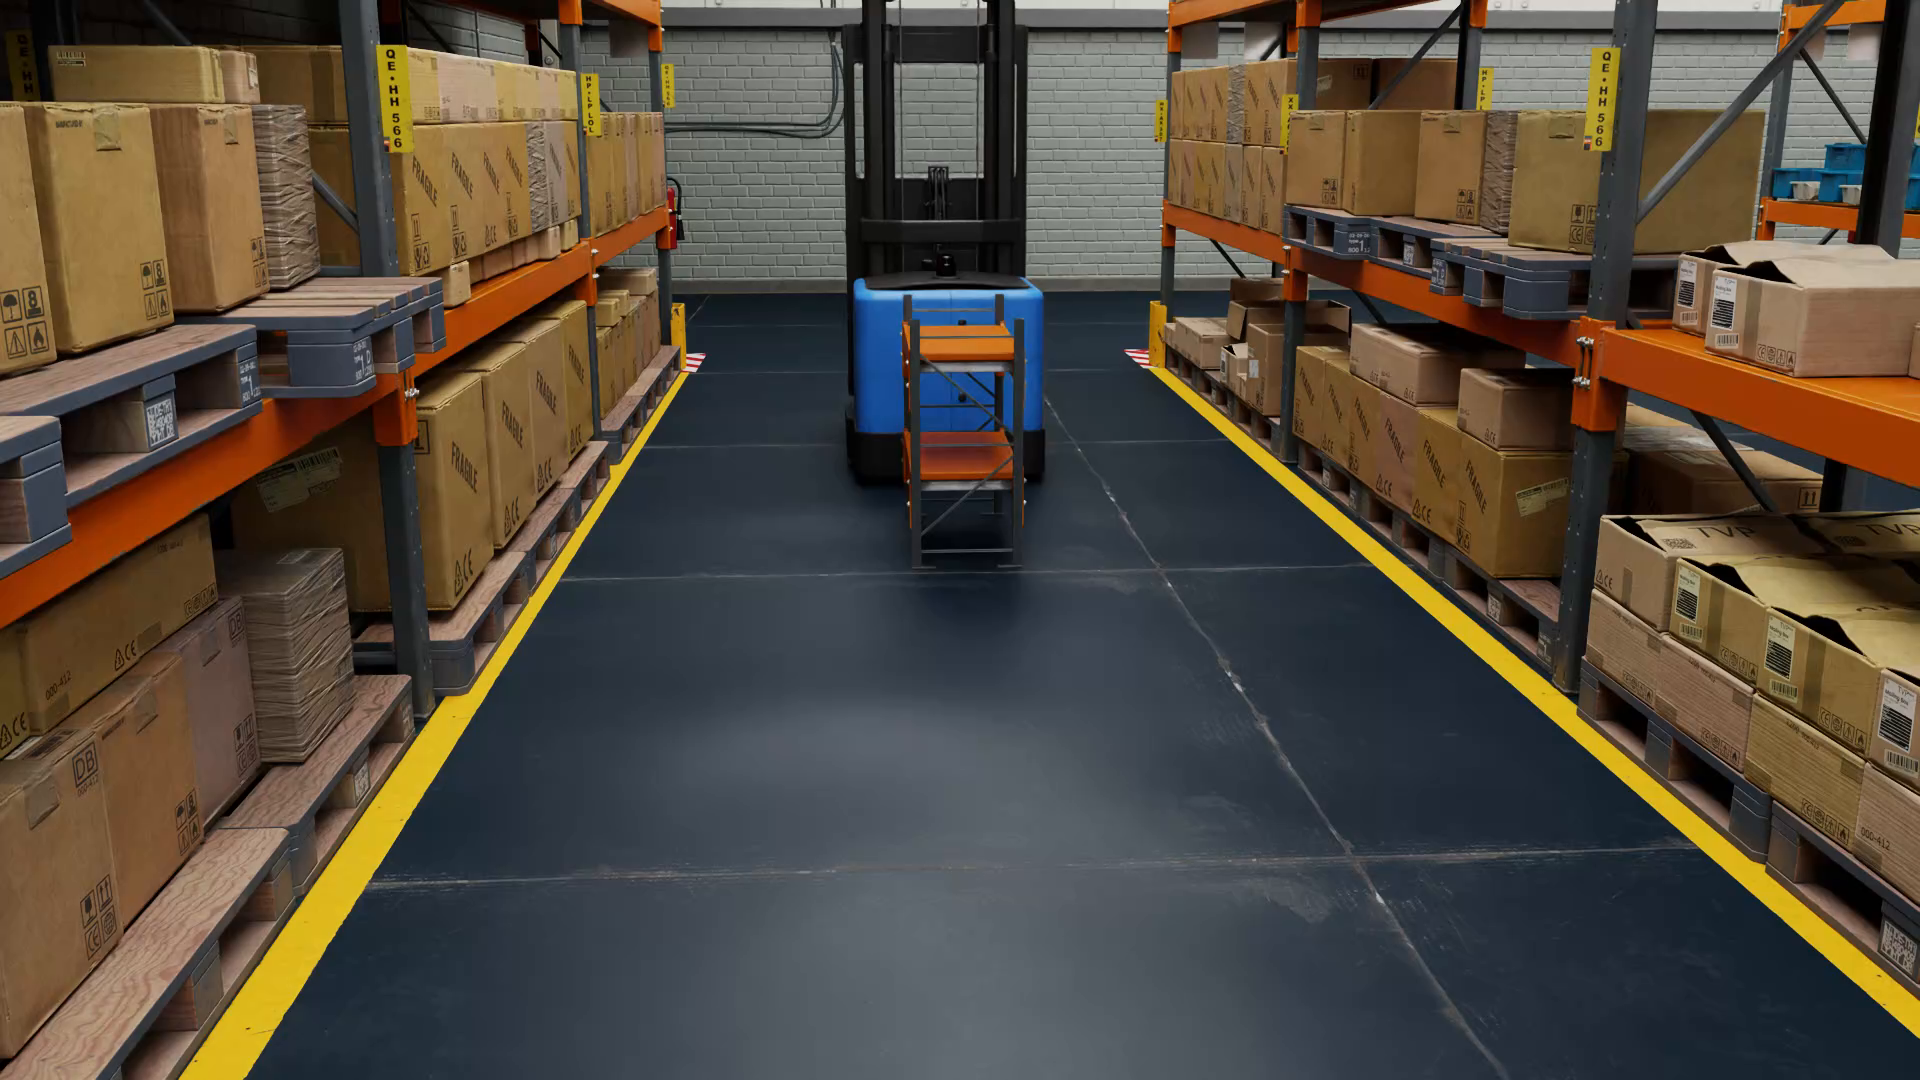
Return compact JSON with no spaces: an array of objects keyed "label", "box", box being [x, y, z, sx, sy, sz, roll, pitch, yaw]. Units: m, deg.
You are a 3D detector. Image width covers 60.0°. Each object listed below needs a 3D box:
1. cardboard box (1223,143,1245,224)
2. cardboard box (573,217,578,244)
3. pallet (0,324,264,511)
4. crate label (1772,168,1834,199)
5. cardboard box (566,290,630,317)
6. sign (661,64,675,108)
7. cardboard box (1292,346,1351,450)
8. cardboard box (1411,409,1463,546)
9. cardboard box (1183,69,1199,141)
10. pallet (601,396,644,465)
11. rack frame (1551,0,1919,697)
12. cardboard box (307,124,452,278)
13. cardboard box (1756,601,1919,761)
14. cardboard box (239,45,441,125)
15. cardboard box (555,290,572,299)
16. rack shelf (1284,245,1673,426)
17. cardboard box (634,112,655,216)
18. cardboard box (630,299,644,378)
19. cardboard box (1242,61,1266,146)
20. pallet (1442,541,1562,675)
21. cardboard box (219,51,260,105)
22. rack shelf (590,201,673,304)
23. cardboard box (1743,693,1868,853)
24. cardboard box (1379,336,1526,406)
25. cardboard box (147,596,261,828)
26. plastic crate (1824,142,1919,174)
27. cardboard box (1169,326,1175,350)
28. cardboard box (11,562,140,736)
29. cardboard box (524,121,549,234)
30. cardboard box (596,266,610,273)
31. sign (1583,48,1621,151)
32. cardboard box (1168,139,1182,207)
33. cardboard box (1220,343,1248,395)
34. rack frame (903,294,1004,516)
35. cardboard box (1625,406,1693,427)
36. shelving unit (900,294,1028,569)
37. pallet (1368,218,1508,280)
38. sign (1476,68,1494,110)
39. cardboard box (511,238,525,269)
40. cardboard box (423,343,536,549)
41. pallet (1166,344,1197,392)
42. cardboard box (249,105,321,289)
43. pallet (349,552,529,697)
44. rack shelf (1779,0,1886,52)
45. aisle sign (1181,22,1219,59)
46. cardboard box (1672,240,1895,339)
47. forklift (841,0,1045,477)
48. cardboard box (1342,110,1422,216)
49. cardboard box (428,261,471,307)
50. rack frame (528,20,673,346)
[{"label":"cardboard box","box":[2.033,-2.342,10.910,0.500,0.500,0.500,-1,14,-2]},{"label":"cardboard box","box":[-2.253,-1.649,8.878,0.380,0.149,0.250,-1,14,-3]},{"label":"pallet","box":[-2.145,-0.261,3.406,1.003,0.211,1.213,-1,14,-3]},{"label":"crate label","box":[6.770,-2.870,13.375,0.416,0.233,0.303,-1,14,-3]},{"label":"cardboard box","box":[-2.372,-1.553,10.913,0.380,0.149,0.250,-1,14,-5]},{"label":"sign","box":[-2.262,-3.516,12.871,0.100,0.325,0.005,-1,14,-3]},{"label":"cardboard box","box":[2.174,-0.796,9.234,0.500,0.500,0.500,-2,15,-6]},{"label":"cardboard box","box":[2.311,-0.283,7.240,0.500,0.500,0.500,-1,14,-5]},{"label":"cardboard box","box":[1.944,-3.201,12.240,0.500,0.500,0.500,-1,14,-3]},{"label":"pallet","box":[-2.526,-0.680,10.246,1.003,0.211,1.213,-1,14,-3]},{"label":"rack frame","box":[2.635,-0.923,5.594,1.000,3.000,0.127,-1,14,-3]},{"label":"cardboard box","box":[-2.084,-1.172,5.726,0.500,0.500,0.500,0,14,-2]},{"label":"cardboard box","box":[2.445,0.326,4.290,0.500,0.311,0.500,-1,14,-5]},{"label":"cardboard box","box":[-2.082,-1.535,5.629,0.500,0.250,0.500,-1,14,-2]},{"label":"cardboard box","box":[-2.756,-1.555,10.923,0.380,0.149,0.250,-1,14,-3]},{"label":"rack shelf","box":[2.511,-1.072,7.616,1.077,0.370,4.000,-1,14,-3]},{"label":"cardboard box","box":[-2.707,-2.673,11.793,0.980,0.700,0.700,-1,14,-4]},{"label":"cardboard box","box":[-2.599,-1.406,11.644,0.700,0.500,0.500,-1,14,-5]},{"label":"cardboard box","box":[2.063,-2.700,10.291,0.500,0.500,0.500,-1,14,-5]},{"label":"pallet","box":[2.626,0.241,6.665,1.003,0.211,1.213,-1,14,-3]},{"label":"cardboard box","box":[-2.258,-1.336,4.813,0.380,0.149,0.250,-3,15,-11]},{"label":"rack shelf","box":[-2.681,-1.989,11.182,1.077,0.370,4.000,-1,14,-3]},{"label":"cardboard box","box":[2.445,0.594,4.372,0.500,0.250,0.500,-1,14,-5]},{"label":"cardboard box","box":[2.267,-0.786,7.690,0.500,0.250,0.500,-1,14,-4]},{"label":"cardboard box","box":[-2.296,0.460,4.352,0.700,0.500,0.500,-1,14,-4]},{"label":"plastic crate","box":[7.291,-2.954,13.296,0.616,0.435,0.499,-1,14,-3]},{"label":"cardboard box","box":[1.838,-1.582,12.958,0.380,0.166,0.250,-1,14,-3]},{"label":"cardboard box","box":[-2.203,0.238,3.712,0.500,0.250,0.500,-1,14,-4]},{"label":"cardboard box","box":[-2.213,-1.680,7.697,0.500,0.500,0.500,-1,14,-3]},{"label":"cardboard box","box":[-2.869,-1.998,12.642,0.380,0.149,0.250,-1,14,-3]},{"label":"sign","box":[2.094,-1.435,5.418,0.100,0.325,0.005,-1,14,-3]},{"label":"cardboard box","box":[1.904,-2.847,12.869,0.500,0.500,0.500,-1,14,-2]},{"label":"cardboard box","box":[2.022,-1.152,10.999,0.500,0.311,0.500,-1,14,-3]},{"label":"rack frame","box":[-0.032,-0.673,8.384,0.500,1.125,0.032,-1,14,-3]},{"label":"cardboard box","box":[2.828,-0.298,7.298,0.500,0.500,0.500,-1,14,-4]},{"label":"shelving unit","box":[0.000,-0.546,7.893,0.538,1.125,1.048,-1,14,-3]},{"label":"pallet","box":[2.510,-1.314,7.497,1.003,0.211,1.213,-1,14,-3]},{"label":"sign","box":[2.941,-2.488,9.353,0.100,0.325,0.005,-1,14,-3]},{"label":"cardboard box","box":[-2.218,-1.332,7.648,0.380,0.149,0.250,-1,14,-5]},{"label":"cardboard box","box":[-2.272,-0.411,7.074,0.750,0.750,0.750,-1,14,-4]},{"label":"pallet","box":[2.194,-1.345,12.830,1.003,0.211,1.213,-1,14,-3]},{"label":"cardboard box","box":[-2.270,-0.990,4.772,0.700,0.500,0.500,-3,15,-10]},{"label":"pallet","box":[-2.283,0.308,6.407,1.003,0.211,1.213,-1,14,-3]},{"label":"rack shelf","box":[7.207,-3.595,11.403,1.077,0.370,4.000,-1,14,-3]},{"label":"aisle sign","box":[1.842,-4.184,13.051,0.394,0.787,0.004,-1,14,-3]},{"label":"cardboard box","box":[2.614,-0.789,5.251,0.500,0.311,0.500,0,14,0]},{"label":"forklift","box":[-0.165,-2.080,10.228,1.130,2.935,3.031,-1,14,-4]},{"label":"cardboard box","box":[2.299,-1.878,8.263,0.700,0.500,0.500,1,14,5]},{"label":"cardboard box","box":[-2.037,-0.949,6.160,0.380,0.149,0.250,0,14,-2]},{"label":"rack frame","box":[-2.805,-2.835,13.026,1.000,3.000,0.127,-1,14,-3]}]
